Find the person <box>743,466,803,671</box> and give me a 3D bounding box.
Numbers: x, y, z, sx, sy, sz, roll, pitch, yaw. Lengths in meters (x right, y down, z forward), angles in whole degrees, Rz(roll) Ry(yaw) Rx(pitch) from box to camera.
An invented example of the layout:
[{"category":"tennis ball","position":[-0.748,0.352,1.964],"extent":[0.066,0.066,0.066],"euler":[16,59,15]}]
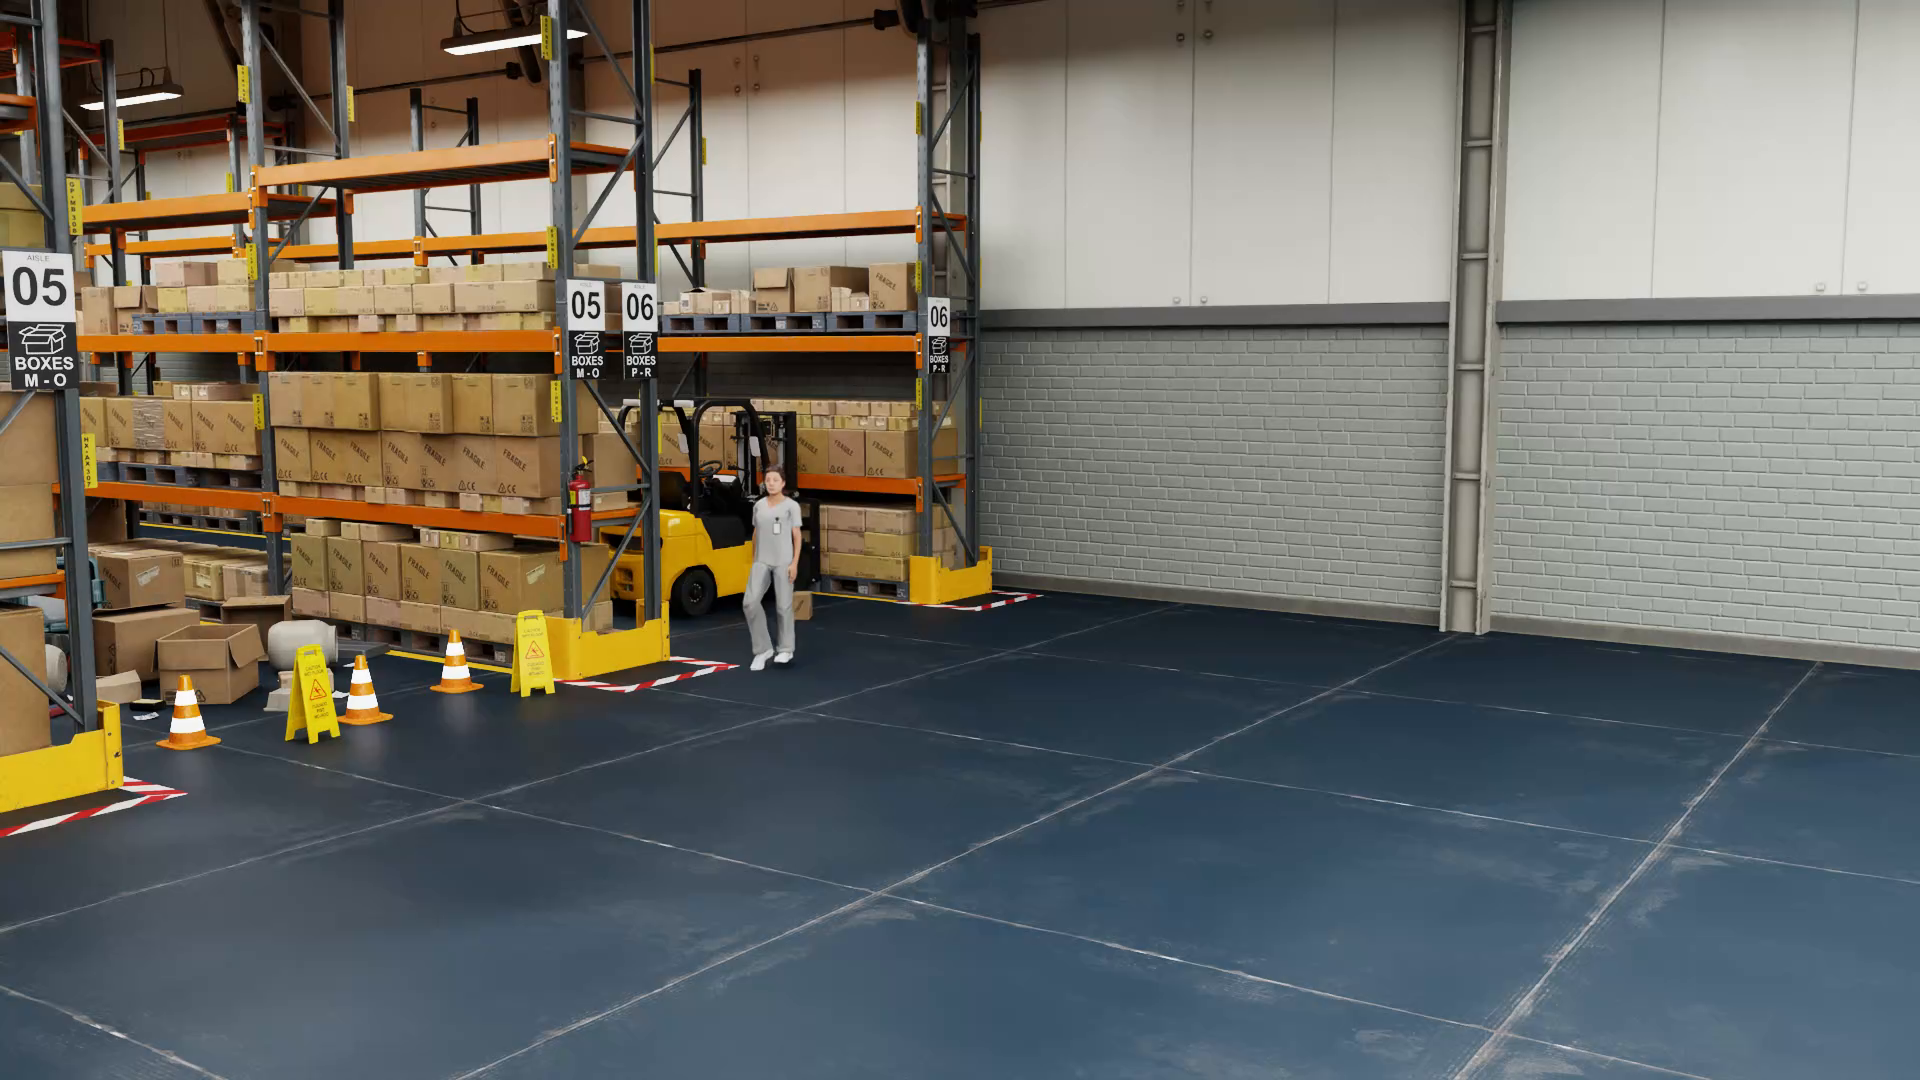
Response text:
[{"category":"person","position":[-1.548,0.244,13.869],"extent":[0.475,1.721,0.520],"euler":[1,7,13]}]
